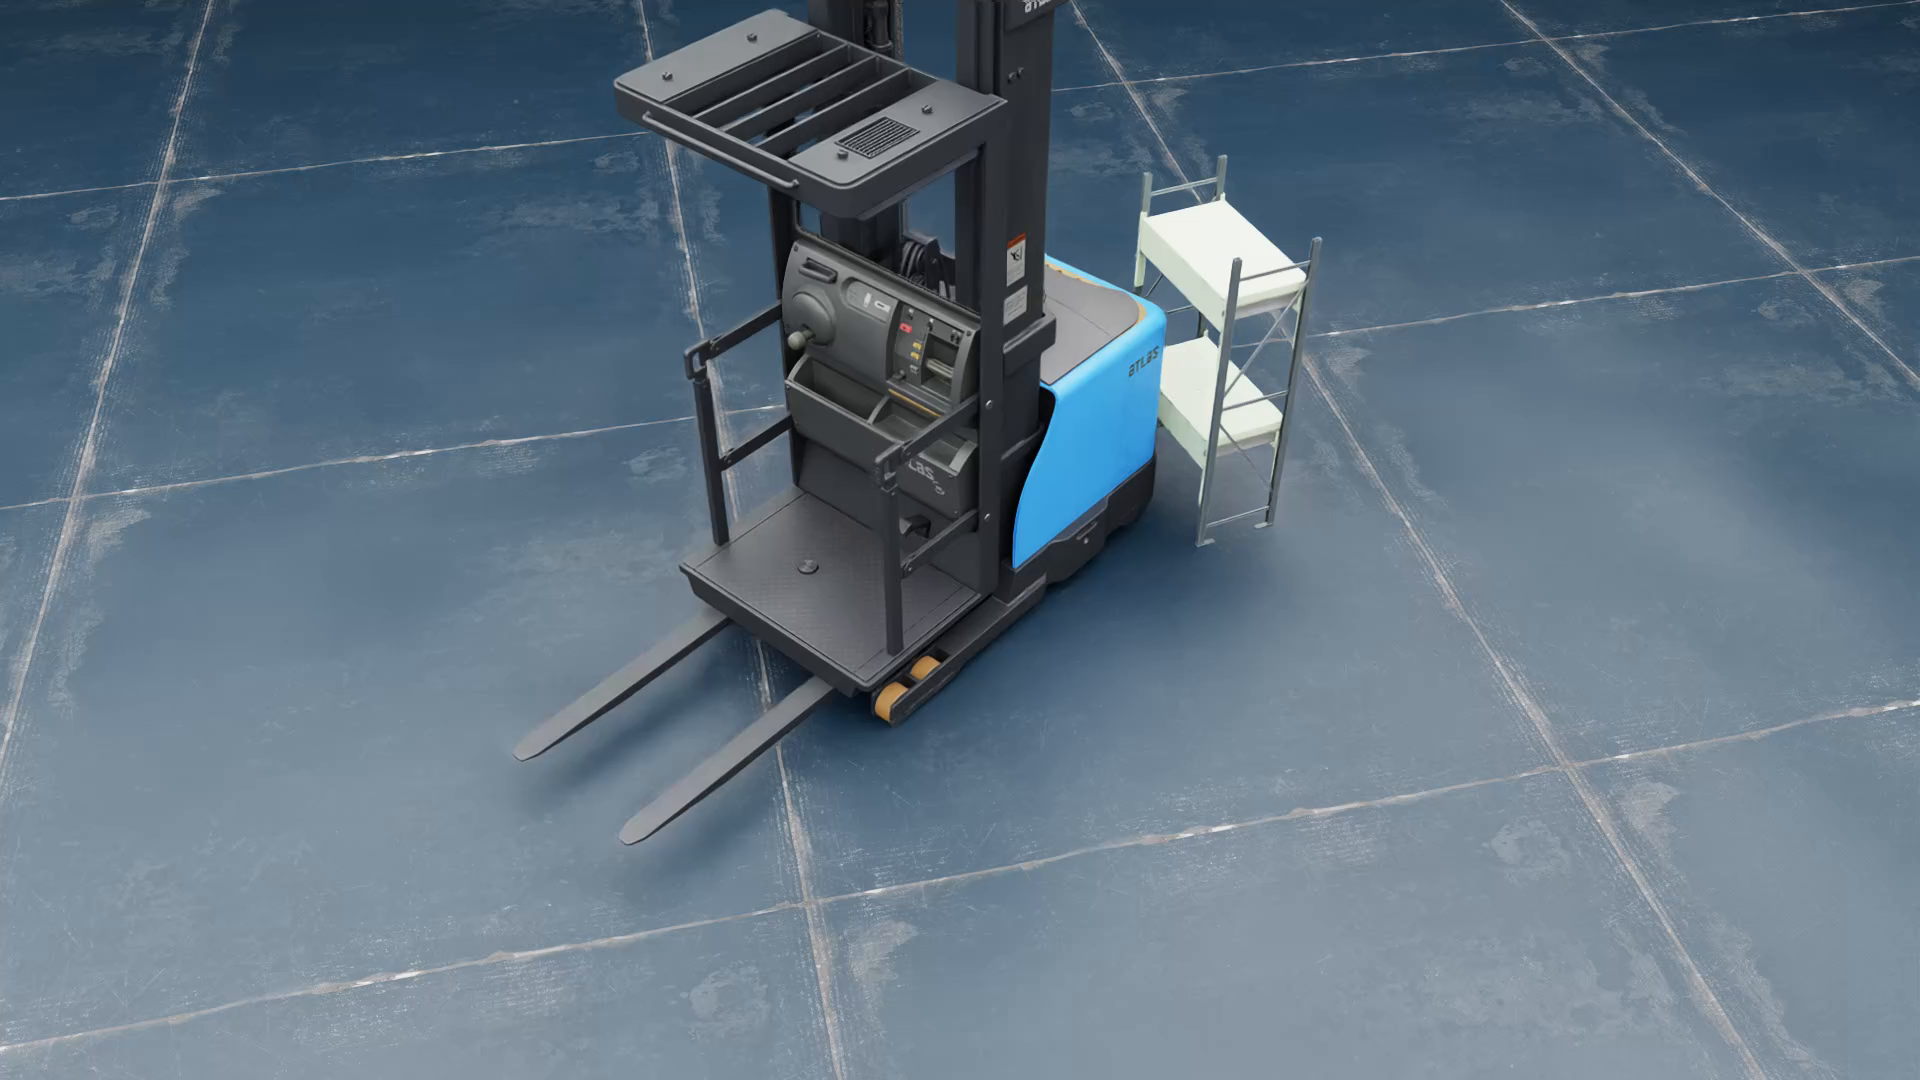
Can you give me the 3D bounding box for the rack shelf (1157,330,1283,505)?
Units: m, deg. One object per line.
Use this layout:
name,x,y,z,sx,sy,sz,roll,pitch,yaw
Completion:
rack shelf,1.101,-0.565,7.527,0.431,0.370,0.720,-16,44,-18

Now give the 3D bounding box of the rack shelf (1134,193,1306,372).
rack shelf,1.105,-1.102,7.053,0.431,0.370,0.720,-16,44,-18

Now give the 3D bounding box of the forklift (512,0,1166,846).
forklift,-0.454,-0.738,6.156,1.130,2.935,3.031,30,50,29

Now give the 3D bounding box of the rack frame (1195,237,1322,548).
rack frame,1.251,-0.587,7.061,0.400,1.500,0.023,-16,44,-18

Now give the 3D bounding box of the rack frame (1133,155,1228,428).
rack frame,0.955,-1.032,7.562,0.400,1.500,0.023,-16,44,-18

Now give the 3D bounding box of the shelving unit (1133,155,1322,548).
shelving unit,1.103,-0.809,7.311,0.431,1.500,0.755,-16,44,-18
